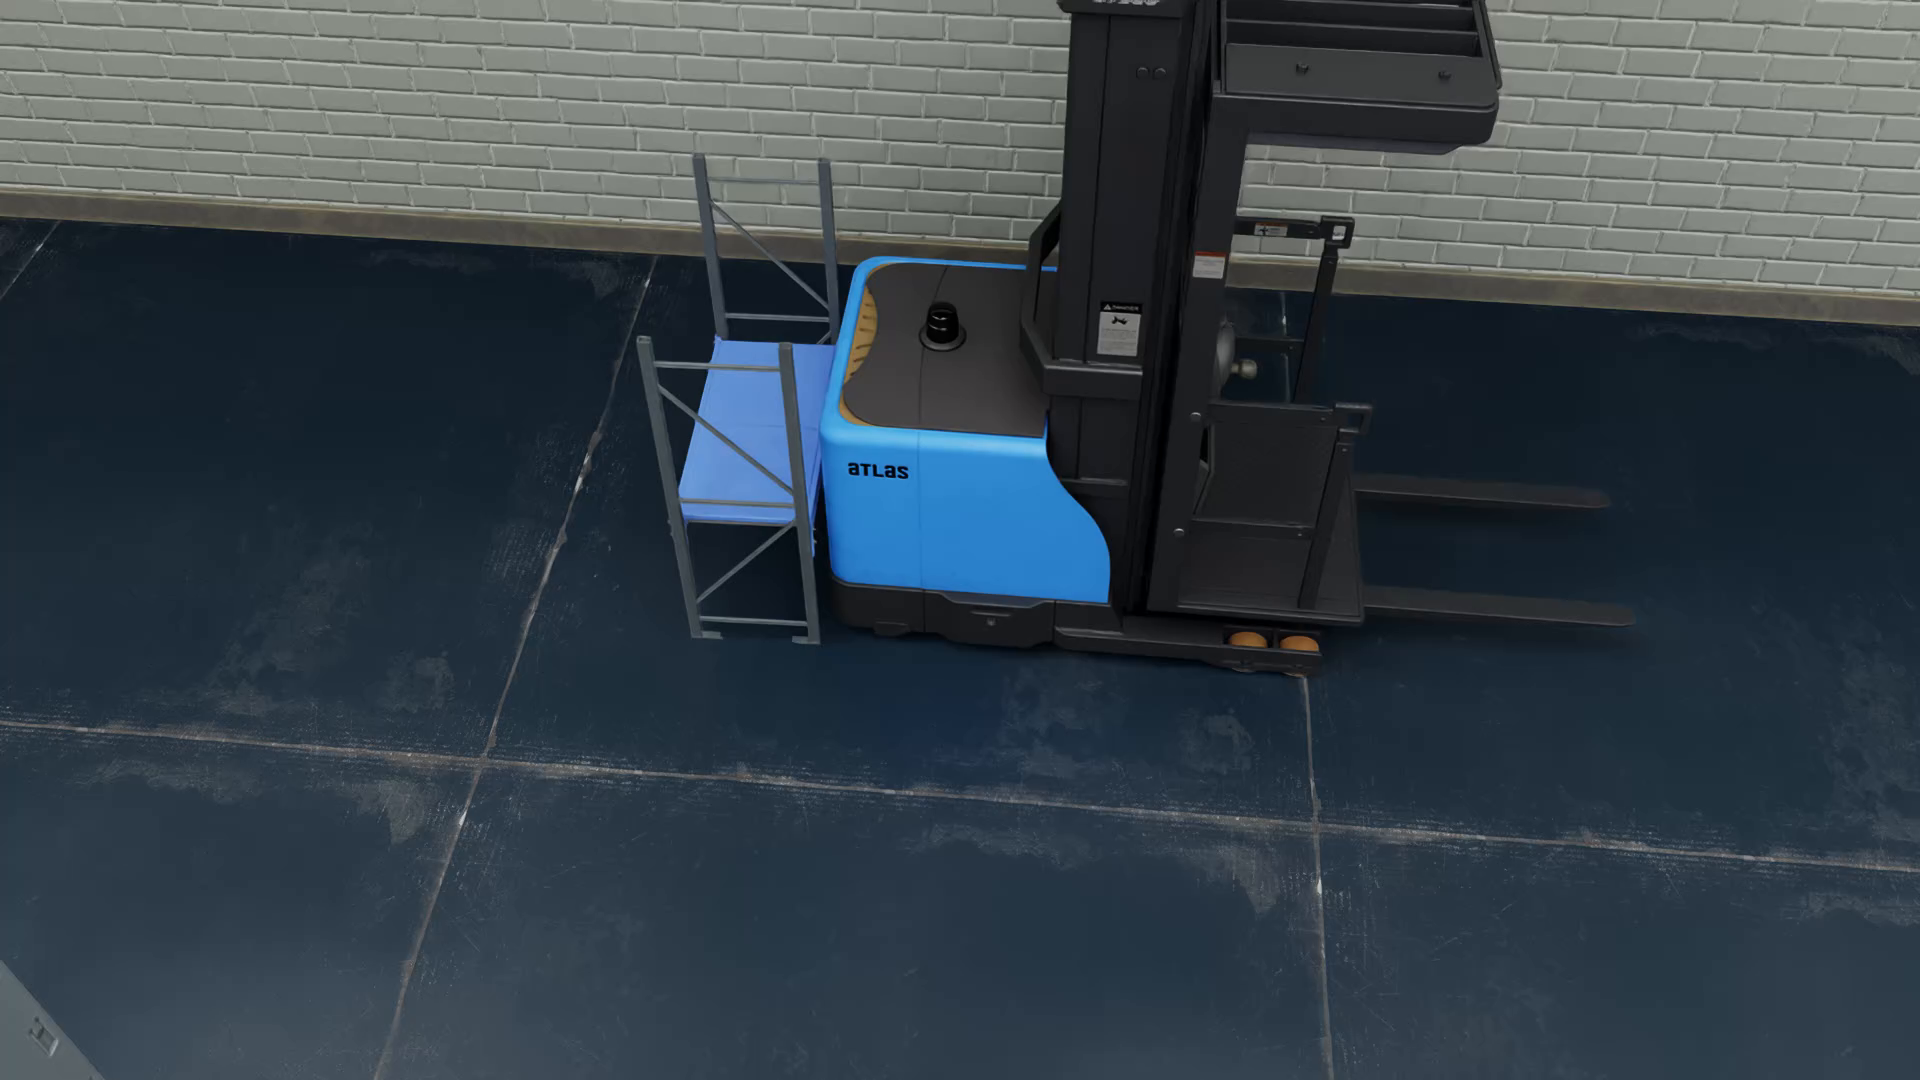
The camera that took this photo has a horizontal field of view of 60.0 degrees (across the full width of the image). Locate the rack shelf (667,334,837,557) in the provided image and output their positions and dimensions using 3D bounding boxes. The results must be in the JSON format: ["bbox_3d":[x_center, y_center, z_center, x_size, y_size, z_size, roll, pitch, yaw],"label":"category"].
[{"bbox_3d":[-0.754,-0.380,6.351,0.538,0.185,1.000,3,48,3],"label":"rack shelf"}]

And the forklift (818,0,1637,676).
[{"bbox_3d":[1.048,-0.887,5.601,3.031,2.935,1.130,4,48,4],"label":"forklift"}]

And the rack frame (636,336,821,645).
[{"bbox_3d":[-0.788,-0.127,5.876,0.500,1.500,0.032,3,48,3],"label":"rack frame"}]

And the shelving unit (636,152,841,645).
[{"bbox_3d":[-0.754,-0.501,6.218,0.538,1.500,1.048,3,48,3],"label":"shelving unit"}]

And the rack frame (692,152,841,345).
[{"bbox_3d":[-0.720,-0.875,6.560,0.500,1.500,0.032,3,48,3],"label":"rack frame"}]
